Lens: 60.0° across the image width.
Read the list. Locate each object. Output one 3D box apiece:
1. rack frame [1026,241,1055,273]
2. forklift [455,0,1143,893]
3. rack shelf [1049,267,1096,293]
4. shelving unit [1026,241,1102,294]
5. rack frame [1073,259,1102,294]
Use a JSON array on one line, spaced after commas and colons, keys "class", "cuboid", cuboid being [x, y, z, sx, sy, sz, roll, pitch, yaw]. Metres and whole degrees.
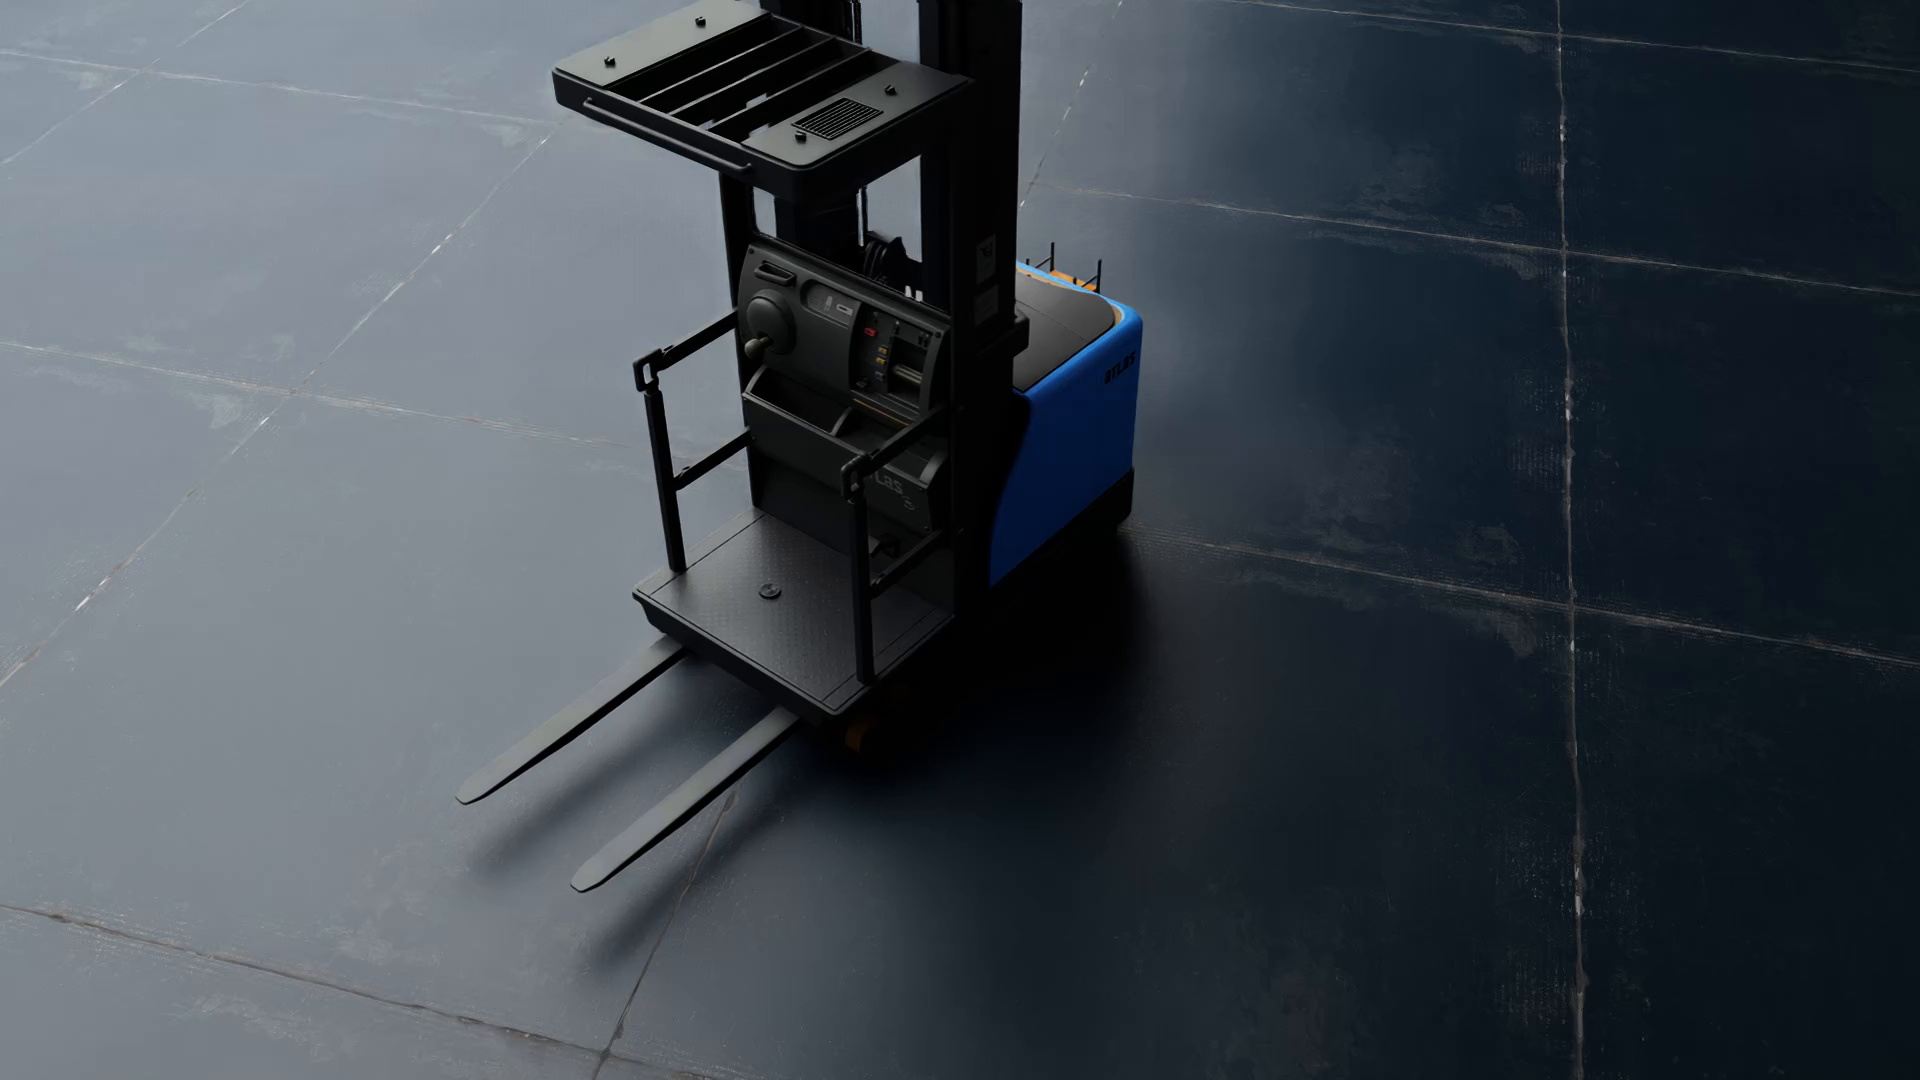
[{"class": "rack frame", "cuboid": [0.342, -0.833, 7.425, 0.008, 1.050, 0.200, 27, 47, 28]}, {"class": "forklift", "cuboid": [-0.564, -0.674, 5.773, 1.130, 2.935, 3.031, 27, 47, 29]}, {"class": "rack shelf", "cuboid": [0.438, -0.993, 7.192, 0.240, 0.259, 0.215, 27, 47, 28]}, {"class": "shelving unit", "cuboid": [0.438, -0.784, 7.367, 0.252, 1.050, 0.215, 27, 47, 28]}, {"class": "rack frame", "cuboid": [0.534, -0.736, 7.310, 0.008, 1.050, 0.200, 27, 47, 28]}]
